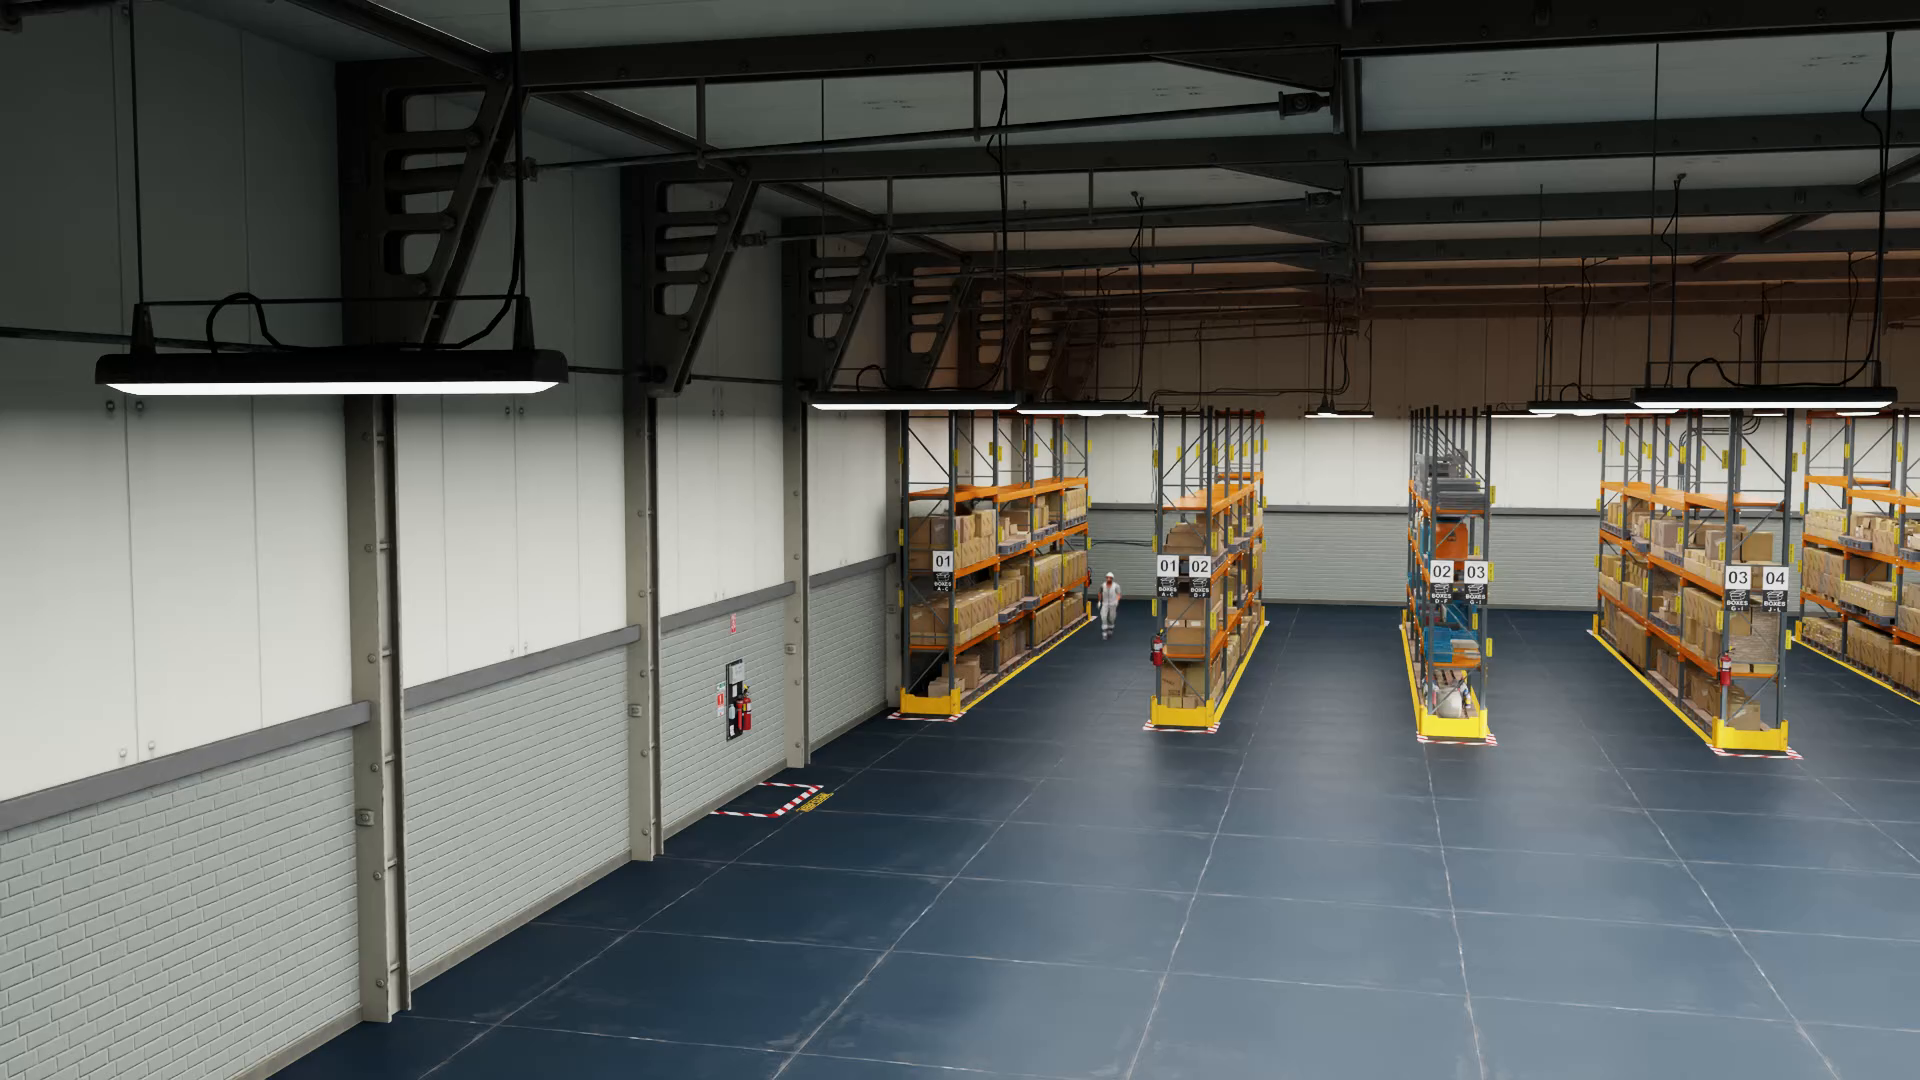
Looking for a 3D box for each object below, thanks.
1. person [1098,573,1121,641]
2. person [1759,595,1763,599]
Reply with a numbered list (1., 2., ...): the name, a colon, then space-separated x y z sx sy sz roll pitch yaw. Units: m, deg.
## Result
1. person: 3.913 1.755 43.669 0.626 1.812 0.877 1 4 11
2. person: 22.276 1.620 45.822 0.525 1.607 0.806 3 5 36
